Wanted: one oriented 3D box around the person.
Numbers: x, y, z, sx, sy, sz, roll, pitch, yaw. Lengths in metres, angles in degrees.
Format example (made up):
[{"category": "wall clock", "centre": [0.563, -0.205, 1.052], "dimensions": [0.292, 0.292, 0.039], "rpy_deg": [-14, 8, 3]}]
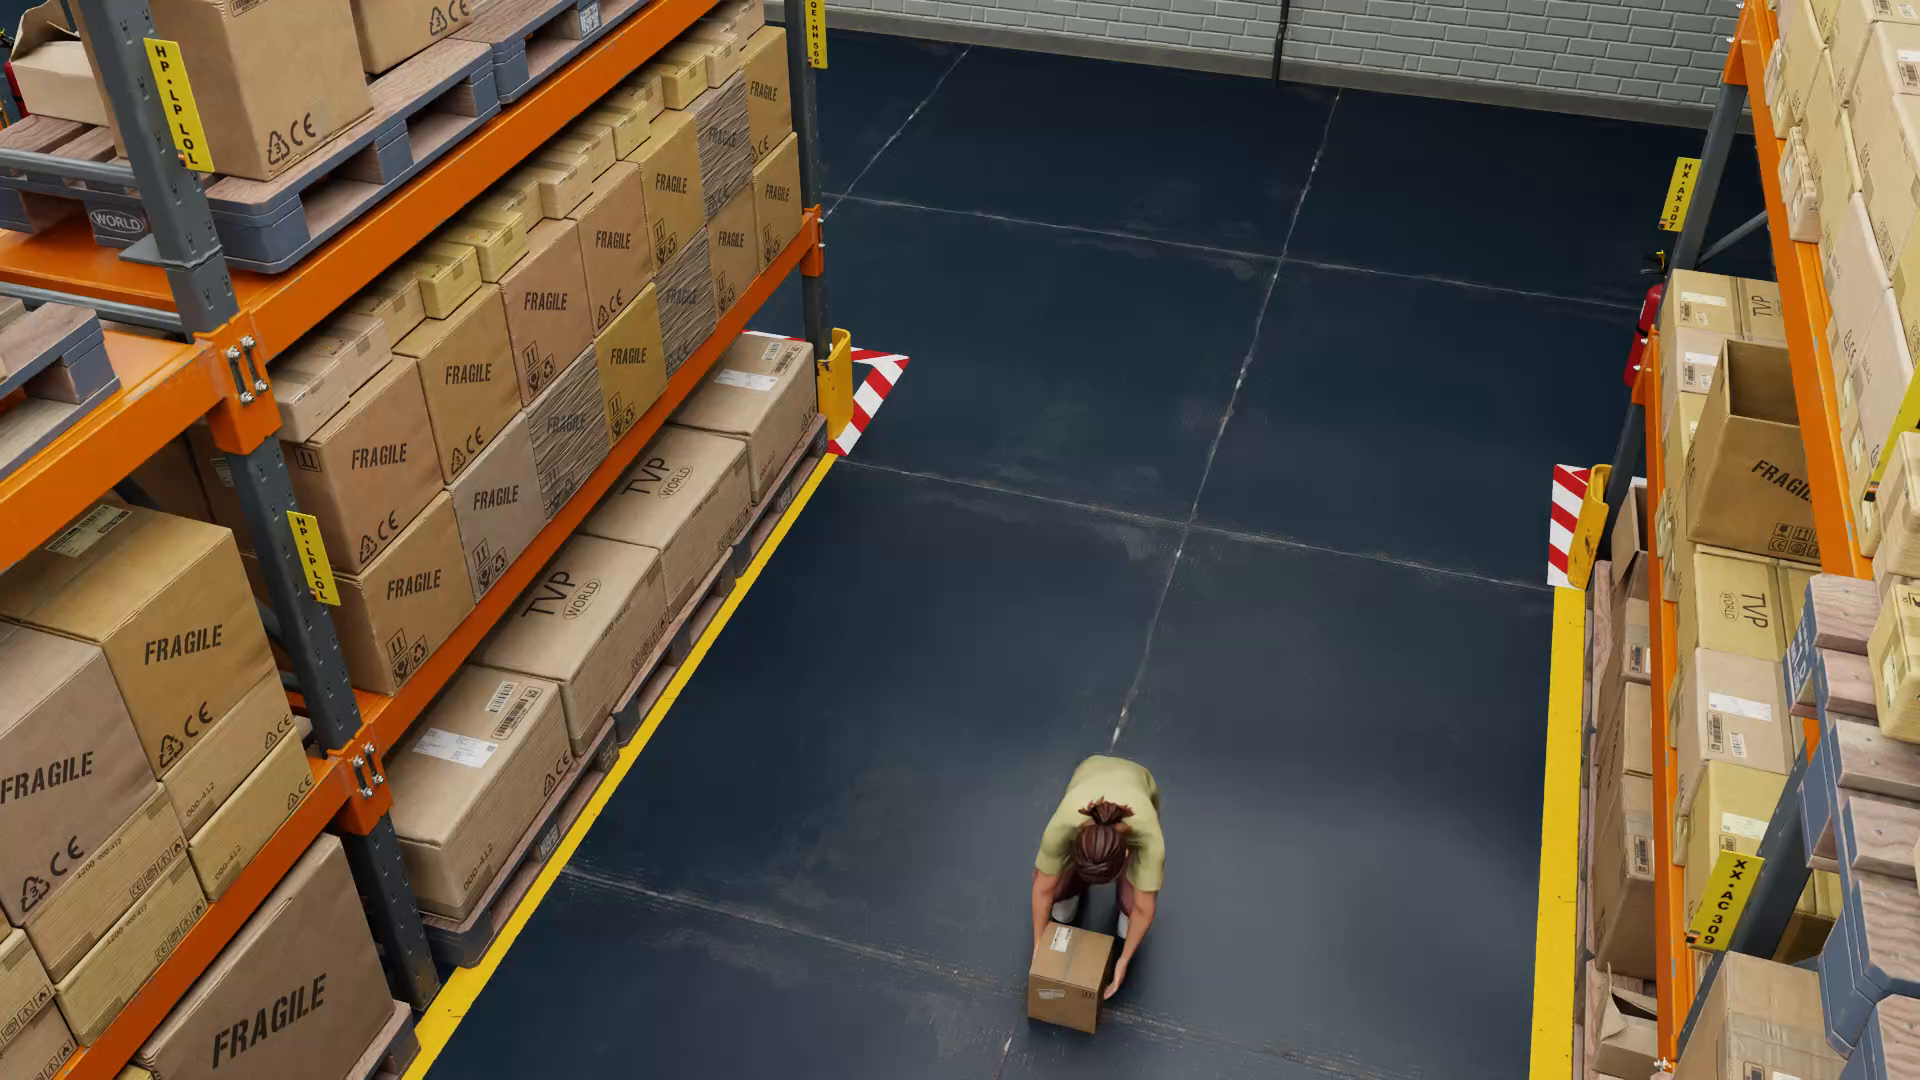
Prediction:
[{"category": "person", "centre": [0.525, 1.144, 6.064], "dimensions": [0.486, 0.857, 0.802], "rpy_deg": [11, 38, 14]}]
